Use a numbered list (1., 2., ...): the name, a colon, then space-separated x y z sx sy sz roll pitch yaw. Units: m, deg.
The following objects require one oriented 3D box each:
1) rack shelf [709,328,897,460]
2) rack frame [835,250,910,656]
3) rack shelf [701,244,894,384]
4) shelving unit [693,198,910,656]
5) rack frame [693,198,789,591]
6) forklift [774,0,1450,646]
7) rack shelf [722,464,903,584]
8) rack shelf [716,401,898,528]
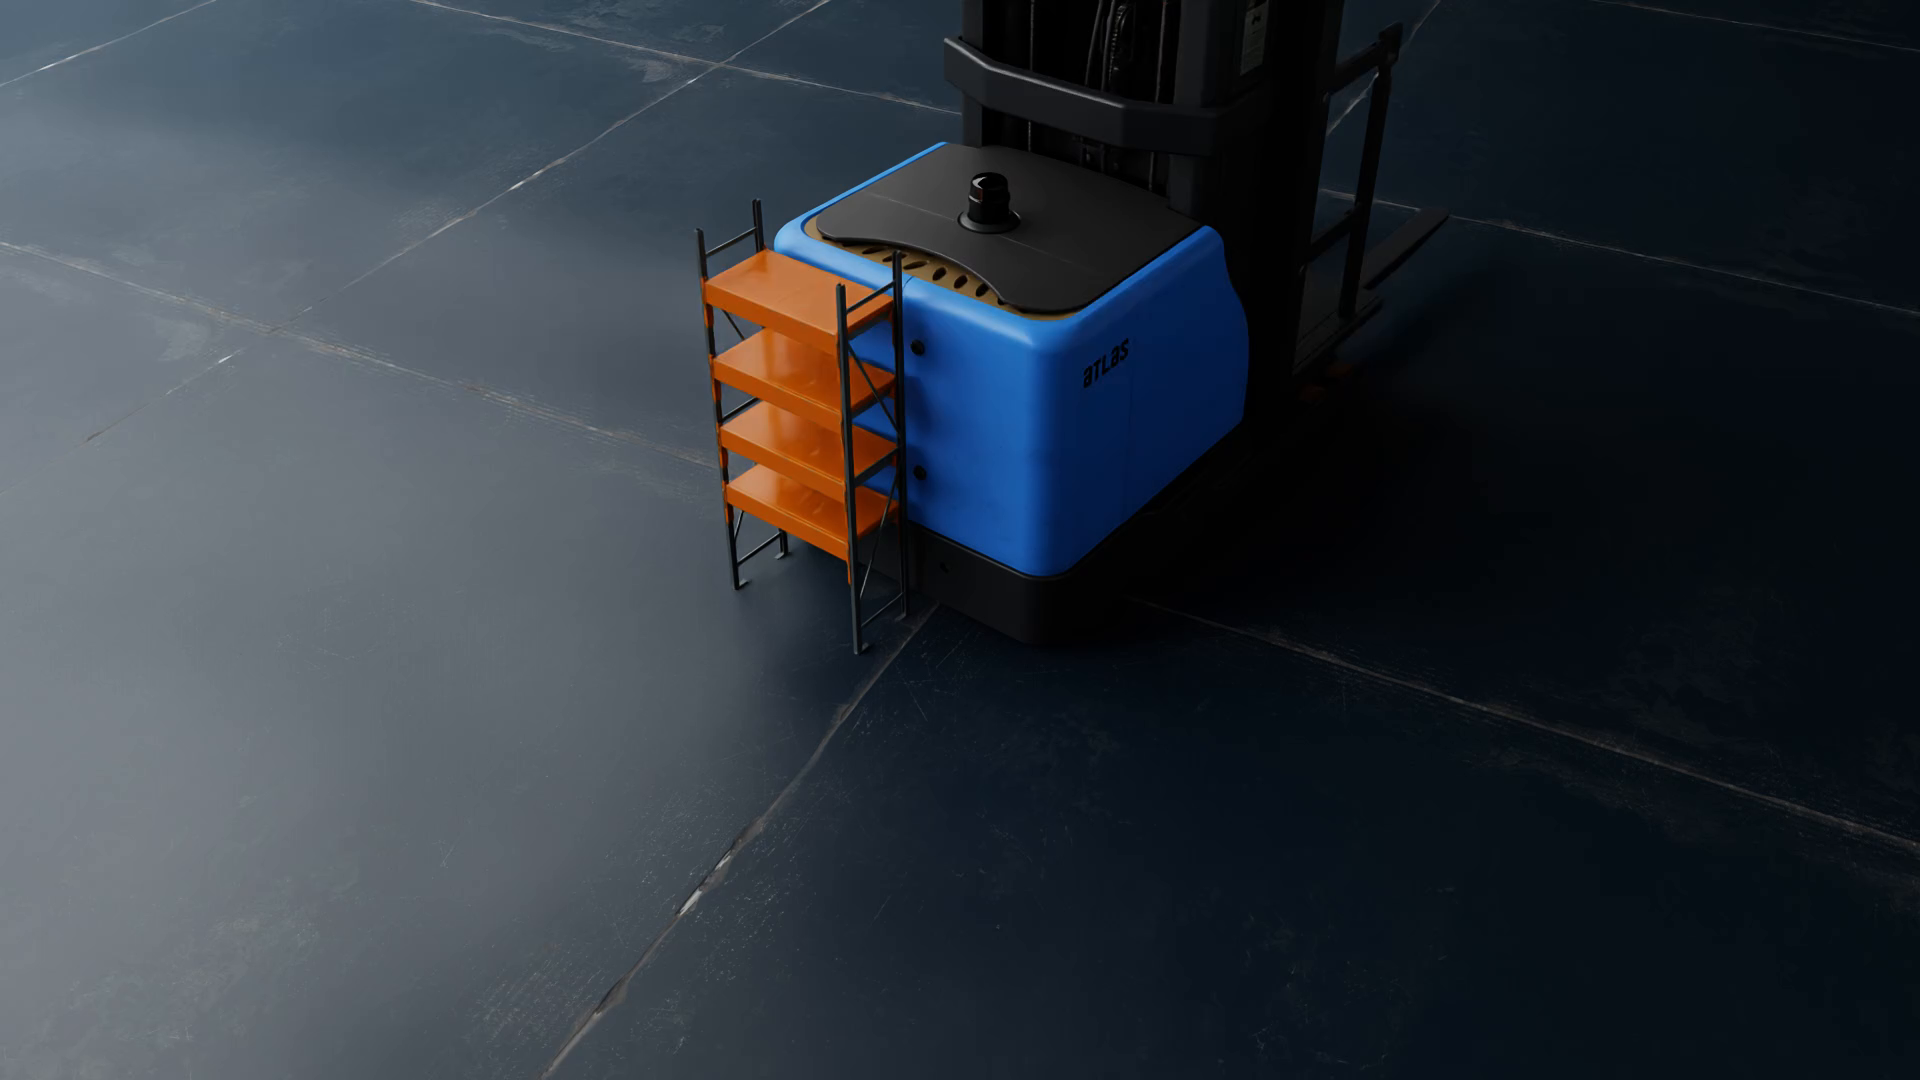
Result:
1. rack shelf: -0.421 -0.417 4.548 0.480 0.148 0.258 25 44 29
2. rack frame: -0.228 -0.203 4.525 0.015 1.200 0.240 25 44 29
3. rack shelf: -0.421 -0.606 4.405 0.480 0.148 0.258 25 44 29
4. shelving unit: -0.421 -0.293 4.643 0.503 1.200 0.258 25 44 29
5. rack frame: -0.615 -0.383 4.762 0.015 1.200 0.240 25 44 29
6. forklift: 0.761 -1.701 5.067 1.130 2.935 3.031 25 44 29
7. rack shelf: -0.421 -0.081 4.804 0.480 0.148 0.258 25 44 29
8. rack shelf: -0.421 -0.239 4.684 0.480 0.148 0.258 25 44 29
